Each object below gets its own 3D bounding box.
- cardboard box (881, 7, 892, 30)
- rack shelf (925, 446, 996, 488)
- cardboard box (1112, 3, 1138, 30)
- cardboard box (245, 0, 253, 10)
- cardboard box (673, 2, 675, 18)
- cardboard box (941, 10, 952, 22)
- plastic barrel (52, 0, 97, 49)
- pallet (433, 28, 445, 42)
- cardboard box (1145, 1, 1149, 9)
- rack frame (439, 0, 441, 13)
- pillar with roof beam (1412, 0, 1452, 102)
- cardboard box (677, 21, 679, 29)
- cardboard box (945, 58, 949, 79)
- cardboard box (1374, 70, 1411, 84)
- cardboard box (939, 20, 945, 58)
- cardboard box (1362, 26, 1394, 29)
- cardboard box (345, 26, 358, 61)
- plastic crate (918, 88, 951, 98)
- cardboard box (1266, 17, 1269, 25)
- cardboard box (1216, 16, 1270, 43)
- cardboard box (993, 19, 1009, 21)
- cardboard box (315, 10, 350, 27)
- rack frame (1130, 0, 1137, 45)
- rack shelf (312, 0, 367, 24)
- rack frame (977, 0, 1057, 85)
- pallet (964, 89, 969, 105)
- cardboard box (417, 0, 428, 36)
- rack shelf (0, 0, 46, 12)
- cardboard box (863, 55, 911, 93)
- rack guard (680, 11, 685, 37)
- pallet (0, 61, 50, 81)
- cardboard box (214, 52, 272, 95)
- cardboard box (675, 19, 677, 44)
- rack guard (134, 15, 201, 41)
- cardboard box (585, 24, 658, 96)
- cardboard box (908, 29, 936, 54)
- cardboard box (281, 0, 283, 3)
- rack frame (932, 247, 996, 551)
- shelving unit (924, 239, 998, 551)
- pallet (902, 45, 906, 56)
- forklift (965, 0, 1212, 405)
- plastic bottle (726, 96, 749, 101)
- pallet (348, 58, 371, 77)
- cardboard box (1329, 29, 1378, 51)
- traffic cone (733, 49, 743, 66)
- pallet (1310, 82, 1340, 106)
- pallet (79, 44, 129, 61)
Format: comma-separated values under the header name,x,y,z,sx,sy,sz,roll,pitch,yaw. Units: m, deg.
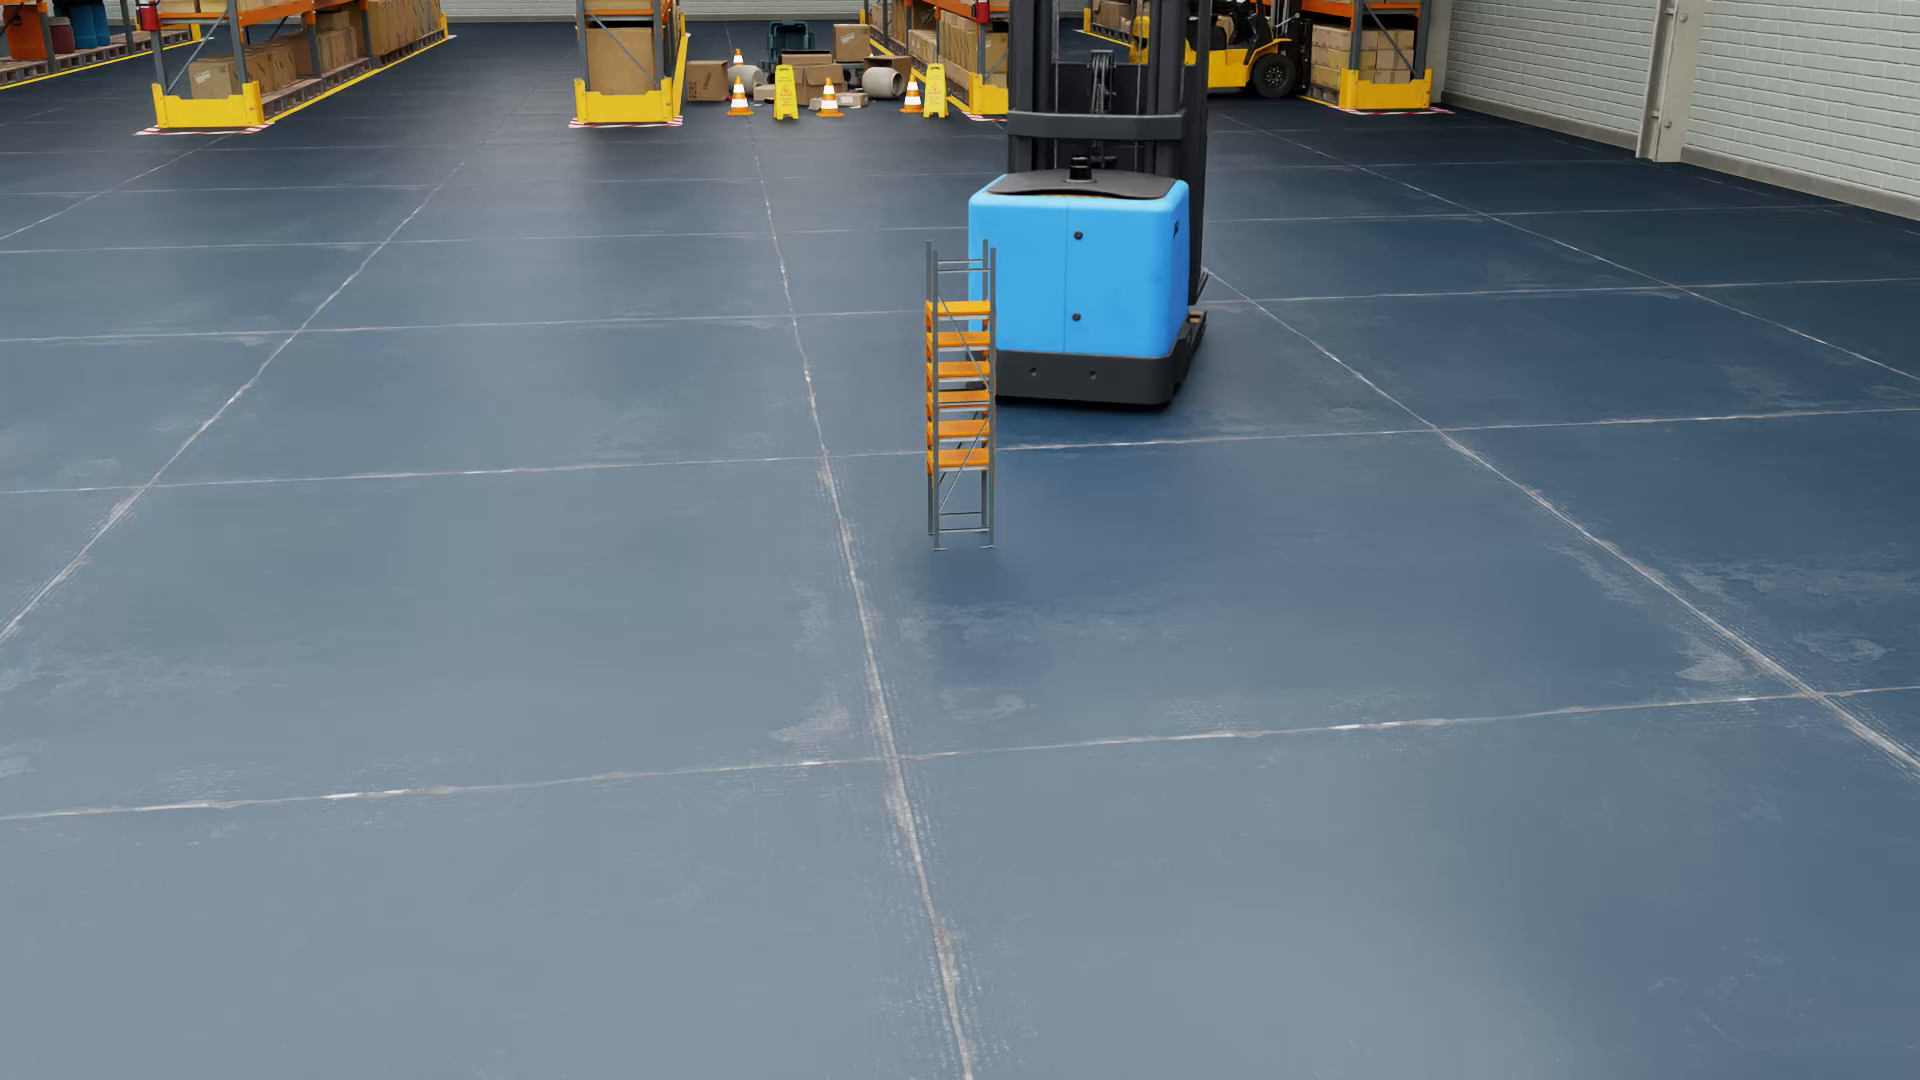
name,x,y,z,sx,sy,sz,roll,pitch,yaw
cardboard box,-1.118,-10.602,33.878,0.875,0.438,0.875,-4,21,-9
rack shelf,0.002,-0.291,6.592,0.258,0.103,0.180,-3,21,-8
cardboard box,3.560,-10.862,34.483,0.700,0.500,0.500,-4,21,-10
cardboard box,-8.924,-6.587,20.423,0.380,0.149,0.250,-3,21,-8
cardboard box,-5.303,-9.379,29.442,0.500,0.250,0.500,-3,21,-7
cardboard box,-0.074,-7.603,24.116,0.380,0.149,0.250,-3,21,-7
plastic barrel,-15.548,-9.103,29.200,0.600,0.901,0.708,-3,21,-8
pallet,-11.194,-10.379,34.204,1.003,0.211,1.213,-3,21,-8
cardboard box,3.812,-10.425,32.386,0.380,0.149,0.250,-3,21,-9
rack frame,-11.387,-11.958,34.447,1.000,3.000,0.127,-3,21,-8
pillar with roof beam,2.169,-10.050,20.763,9.100,9.000,0.400,-3,21,-8
cardboard box,-5.623,-9.931,32.067,0.380,0.149,0.250,-2,21,-5
cardboard box,0.055,-6.810,23.992,0.500,0.250,0.500,-2,21,-5
cardboard box,5.760,-6.259,22.516,0.500,0.250,0.500,-3,21,-8
cardboard box,-0.033,-7.345,24.354,0.500,0.500,0.500,-2,21,-5
cardboard box,5.680,-6.896,22.793,0.500,0.250,0.500,-3,21,-8
cardboard box,-10.117,-7.993,26.773,0.700,0.500,0.500,-4,21,-11
plastic crate,-0.436,-6.351,23.605,0.402,0.080,0.583,-11,23,-26
cardboard box,4.820,-7.749,25.076,0.500,0.250,0.500,-3,21,-9
cardboard box,4.760,-8.349,27.576,0.875,0.625,0.625,-4,21,-10
cardboard box,0.500,-7.372,24.425,0.500,0.500,0.500,-3,21,-9
cardboard box,-10.108,-8.344,26.643,0.500,0.250,0.500,-2,21,-6
rack frame,3.907,-11.325,32.751,1.000,3.000,0.127,-3,21,-8
rack shelf,-9.946,-8.159,25.302,1.077,0.370,4.000,-3,21,-8
rack frame,0.726,-6.918,20.953,1.000,3.000,0.127,-3,21,-8
pallet,0.633,-5.922,22.269,1.003,0.211,1.213,-3,21,-8
cardboard box,-10.956,-10.319,32.494,0.875,0.875,0.875,-3,21,-8
rack shelf,-14.847,-7.909,24.634,1.077,0.370,4.000,-3,21,-8
cardboard box,-1.043,-6.694,23.921,0.500,0.500,0.500,12,24,29
rack guard,-6.453,-10.976,35.390,1.175,0.500,0.348,-3,21,-8
pallet,-15.062,-7.362,26.126,1.003,0.211,1.213,-3,21,-8
cardboard box,-9.346,-6.084,21.692,0.500,0.500,0.500,-1,21,-3
cardboard box,-5.388,-9.215,30.075,0.500,0.500,0.500,-3,21,-9
rack guard,-16.305,-10.545,34.236,1.175,0.500,0.348,-3,21,-8
cardboard box,-4.321,-6.067,21.109,0.875,0.875,0.875,-3,21,-7
cardboard box,-0.356,-8.458,28.230,0.950,0.372,0.625,-4,21,-11
cardboard box,-9.204,-7.191,22.041,0.380,0.149,0.250,-3,21,-8
rack frame,0.015,-0.525,6.408,0.240,1.200,0.006,-3,21,-8
shelving unit,0.002,-0.557,6.493,0.258,1.200,0.189,-3,21,-8
pallet,-0.466,-8.659,29.598,1.003,0.211,1.213,-3,21,-8
forklift,0.860,-2.532,9.306,1.130,2.935,3.031,5,21,12
plastic bottle,-3.067,-6.091,22.936,0.283,0.061,0.133,-11,23,-26
pallet,-10.123,-7.612,26.794,1.003,0.211,1.213,-3,21,-8
cardboard box,5.262,-6.691,22.244,0.500,0.250,0.500,-2,21,-6
traffic cone,-3.434,-7.371,25.790,0.336,0.463,0.334,-3,21,-8
pallet,5.486,-6.127,22.818,1.003,0.211,1.213,-3,21,-8
pallet,-15.642,-8.748,29.837,1.003,0.211,1.213,-3,21,-8
